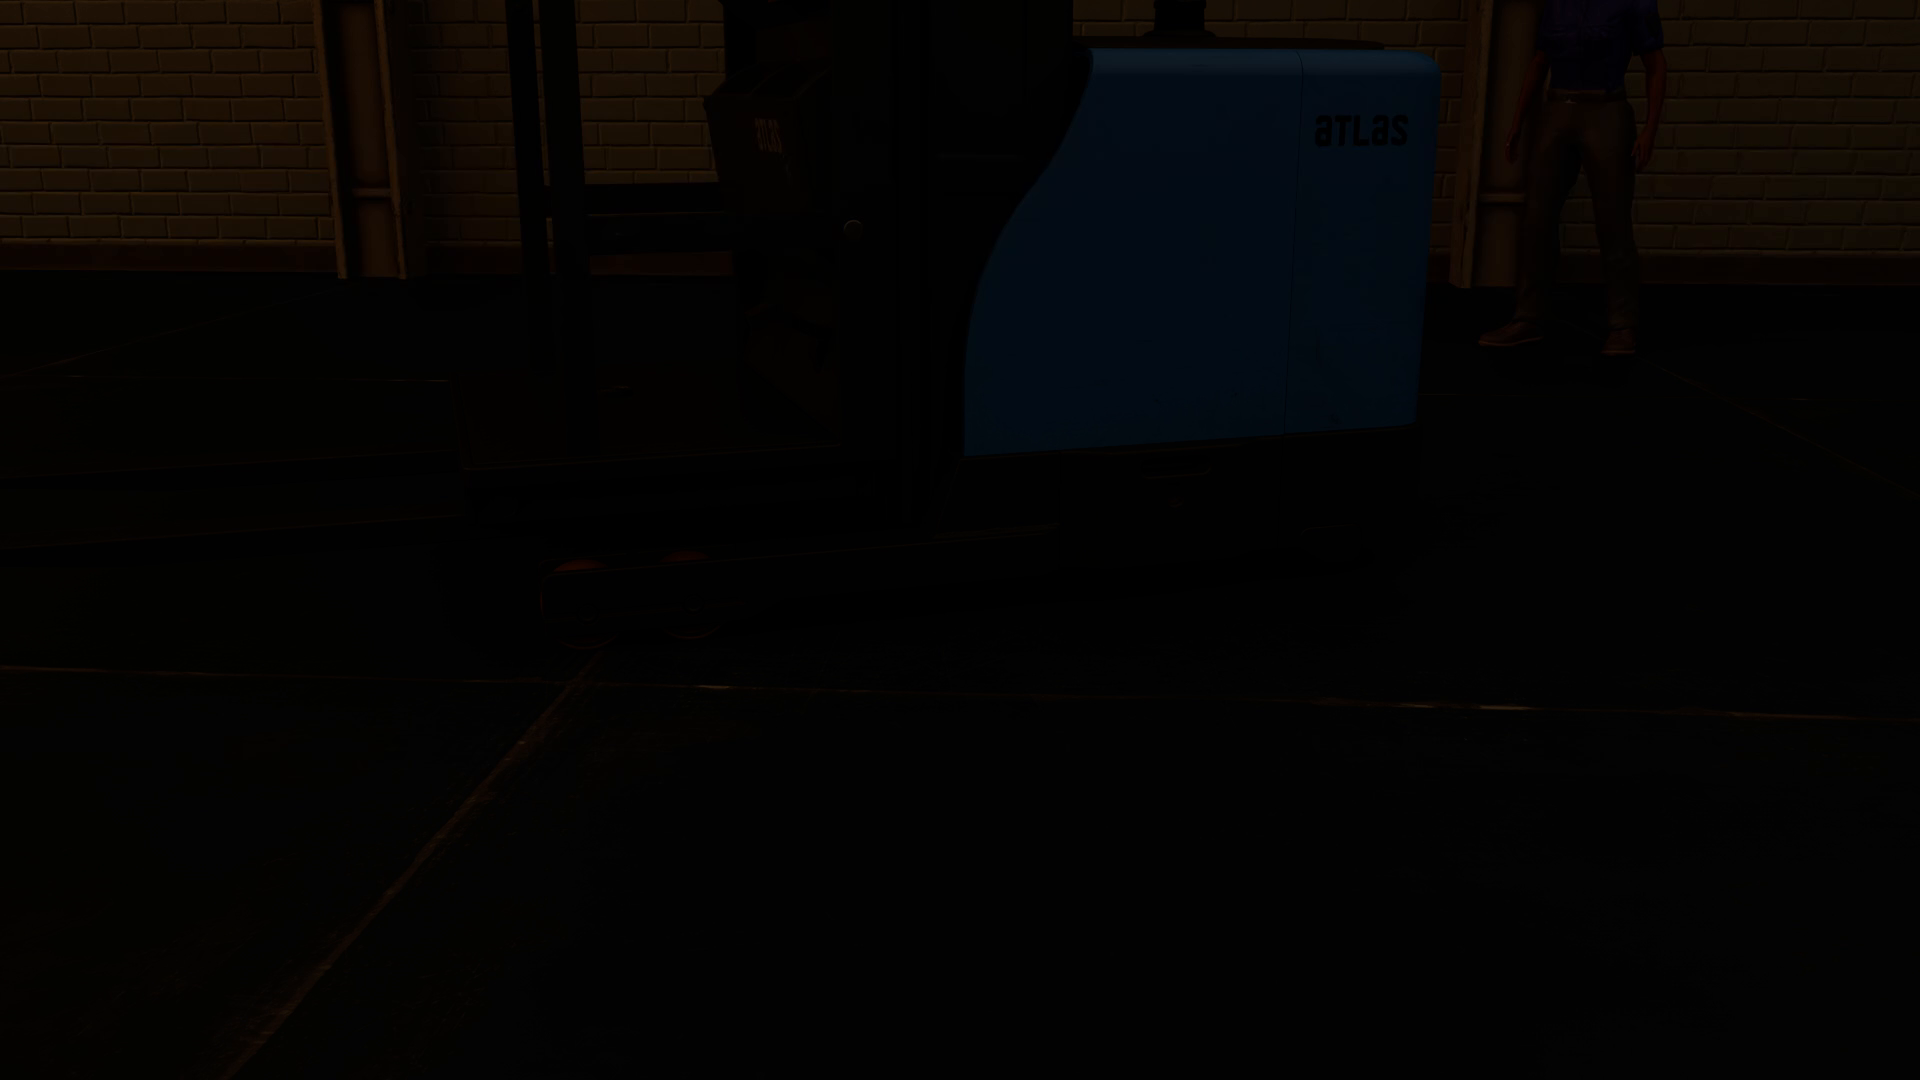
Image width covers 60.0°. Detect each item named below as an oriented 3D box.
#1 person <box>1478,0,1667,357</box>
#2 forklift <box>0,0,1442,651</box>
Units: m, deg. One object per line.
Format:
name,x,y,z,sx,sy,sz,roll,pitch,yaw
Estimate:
person,2.411,-1.561,6.416,0.611,1.660,0.406,14,21,43
forklift,-0.580,-1.366,3.251,3.031,2.935,1.130,-5,16,-17
